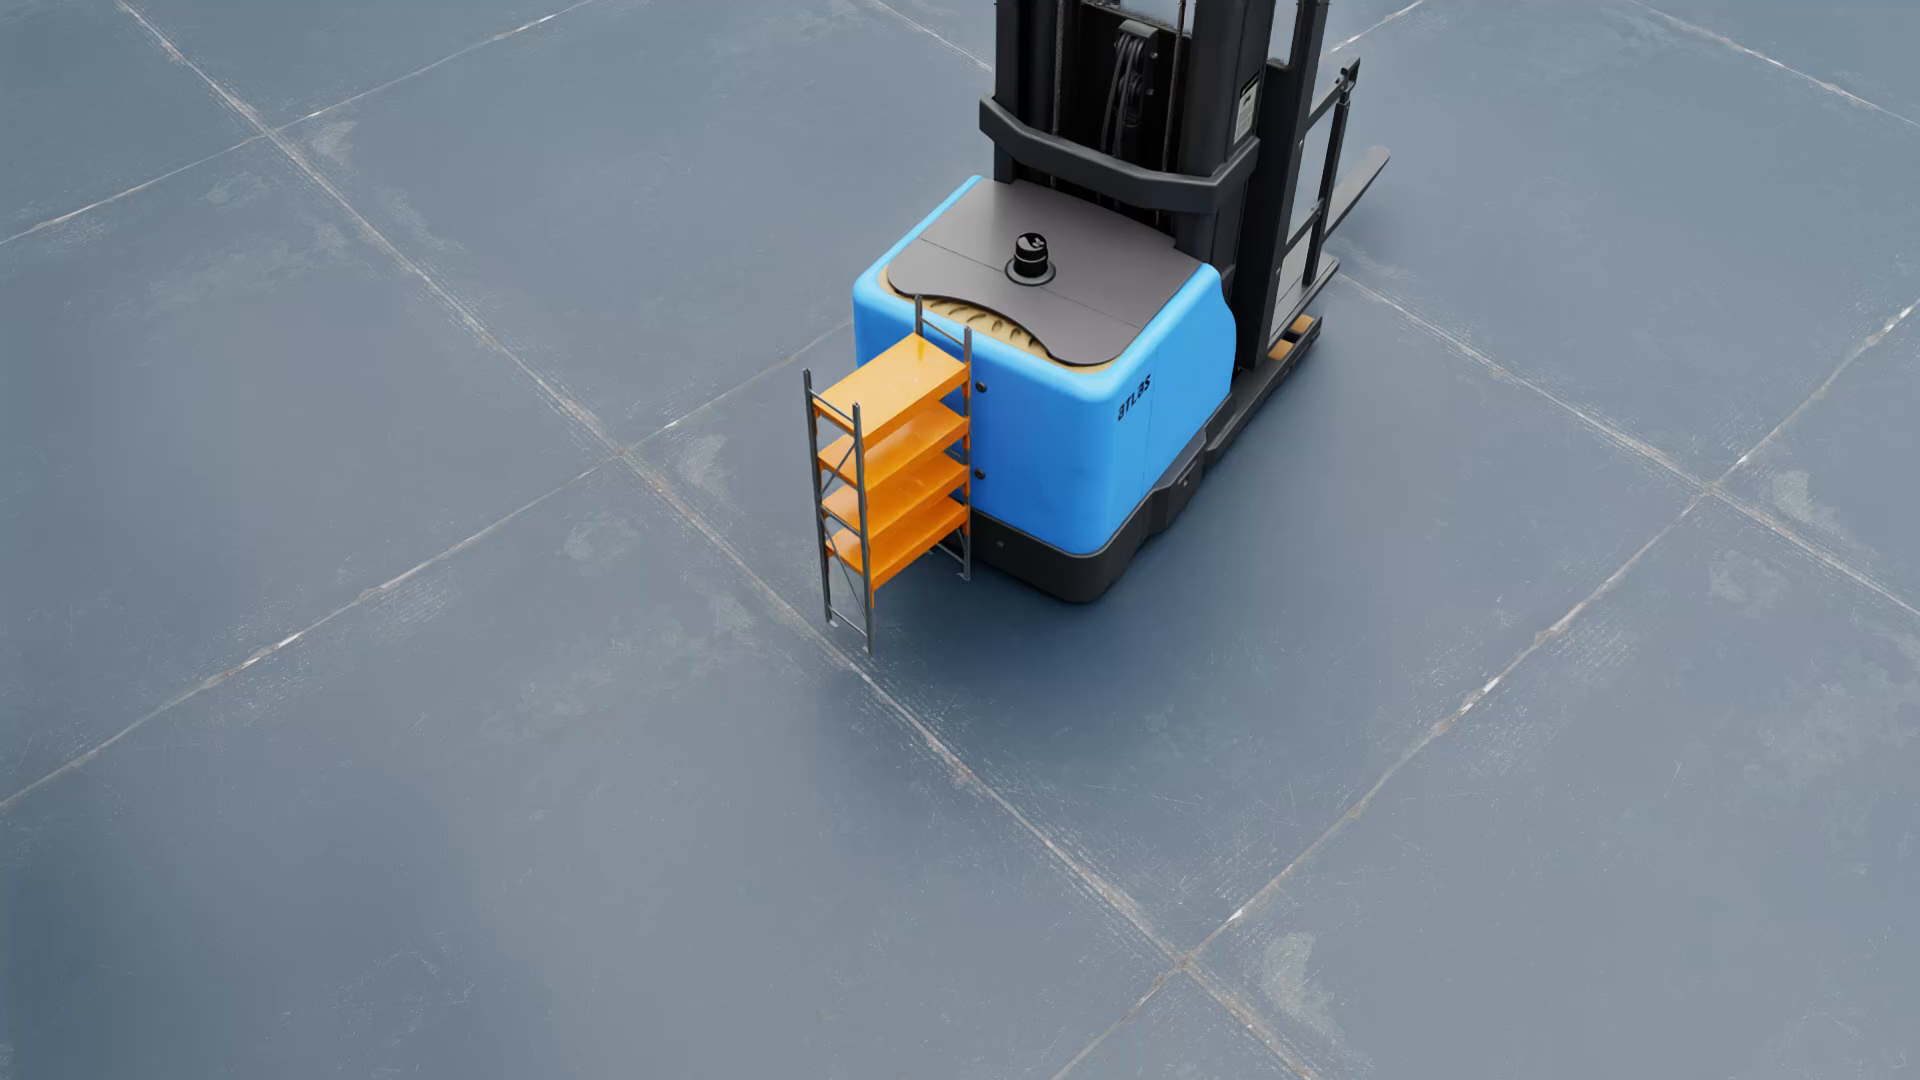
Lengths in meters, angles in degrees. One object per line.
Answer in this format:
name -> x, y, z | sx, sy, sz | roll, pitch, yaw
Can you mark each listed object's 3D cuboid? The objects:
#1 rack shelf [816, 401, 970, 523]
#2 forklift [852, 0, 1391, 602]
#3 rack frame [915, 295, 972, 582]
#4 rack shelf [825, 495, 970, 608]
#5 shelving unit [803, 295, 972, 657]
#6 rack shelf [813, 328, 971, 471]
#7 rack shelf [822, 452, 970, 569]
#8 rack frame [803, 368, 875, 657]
rack shelf -> -0.223, -0.294, 5.492 | 0.258, 0.148, 0.480 | 35, 56, 28
forklift -> 0.852, -1.832, 5.946 | 1.130, 2.935, 3.031 | 26, 52, 22
rack frame -> -0.054, -0.317, 5.726 | 0.240, 1.200, 0.015 | 35, 56, 28
rack shelf -> -0.223, -0.007, 5.802 | 0.258, 0.148, 0.480 | 35, 56, 28
shelving unit -> -0.223, -0.188, 5.607 | 0.258, 1.200, 0.503 | 35, 56, 28
rack shelf -> -0.223, -0.454, 5.318 | 0.258, 0.148, 0.480 | 35, 56, 28
rack shelf -> -0.223, -0.142, 5.656 | 0.258, 0.148, 0.480 | 35, 56, 28
rack frame -> -0.392, -0.058, 5.487 | 0.240, 1.200, 0.015 | 35, 56, 28
